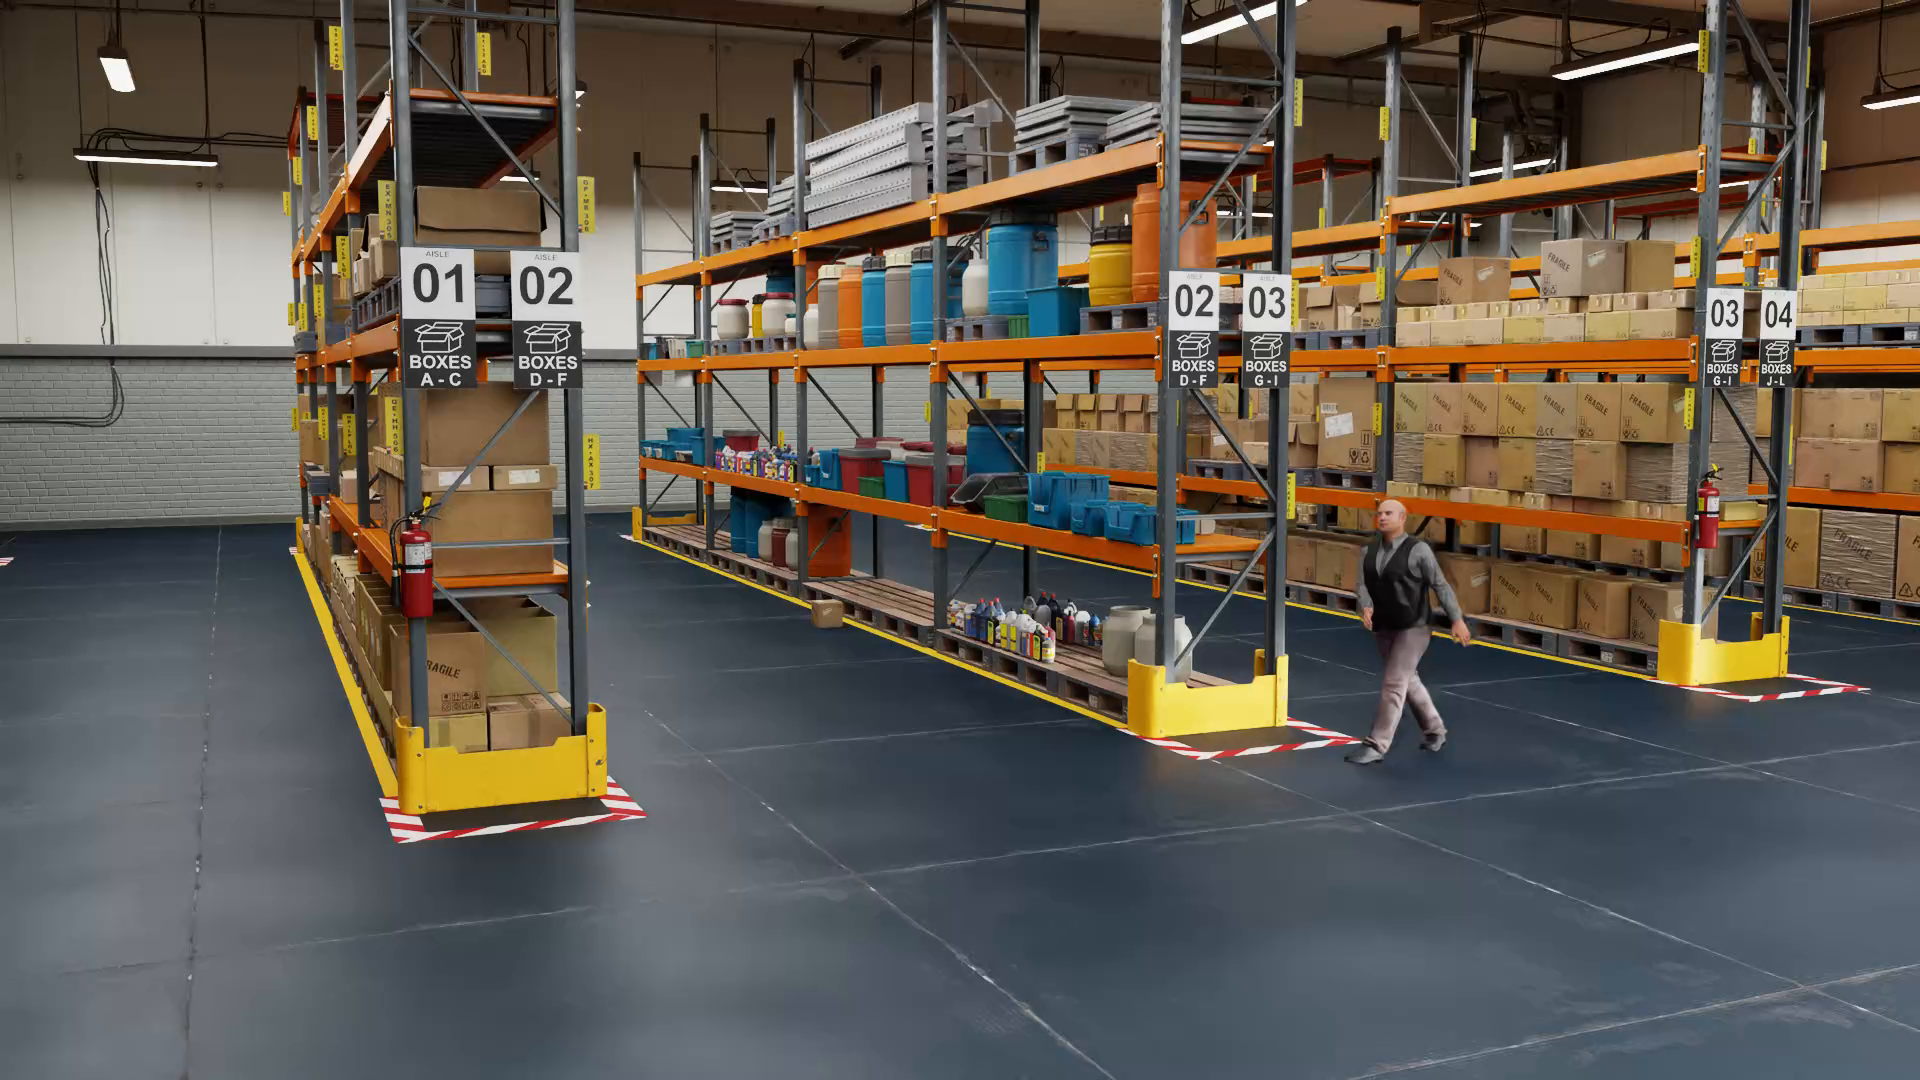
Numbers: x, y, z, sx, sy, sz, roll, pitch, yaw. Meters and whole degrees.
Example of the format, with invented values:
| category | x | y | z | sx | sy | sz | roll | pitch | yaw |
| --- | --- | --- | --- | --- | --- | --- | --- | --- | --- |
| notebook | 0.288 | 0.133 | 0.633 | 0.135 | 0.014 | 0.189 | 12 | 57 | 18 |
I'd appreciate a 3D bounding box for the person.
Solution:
| category | x | y | z | sx | sy | sz | roll | pitch | yaw |
| --- | --- | --- | --- | --- | --- | --- | --- | --- | --- |
| person | 2.814 | 0.570 | 10.678 | 1.003 | 1.653 | 0.636 | -4 | 7 | -37 |
